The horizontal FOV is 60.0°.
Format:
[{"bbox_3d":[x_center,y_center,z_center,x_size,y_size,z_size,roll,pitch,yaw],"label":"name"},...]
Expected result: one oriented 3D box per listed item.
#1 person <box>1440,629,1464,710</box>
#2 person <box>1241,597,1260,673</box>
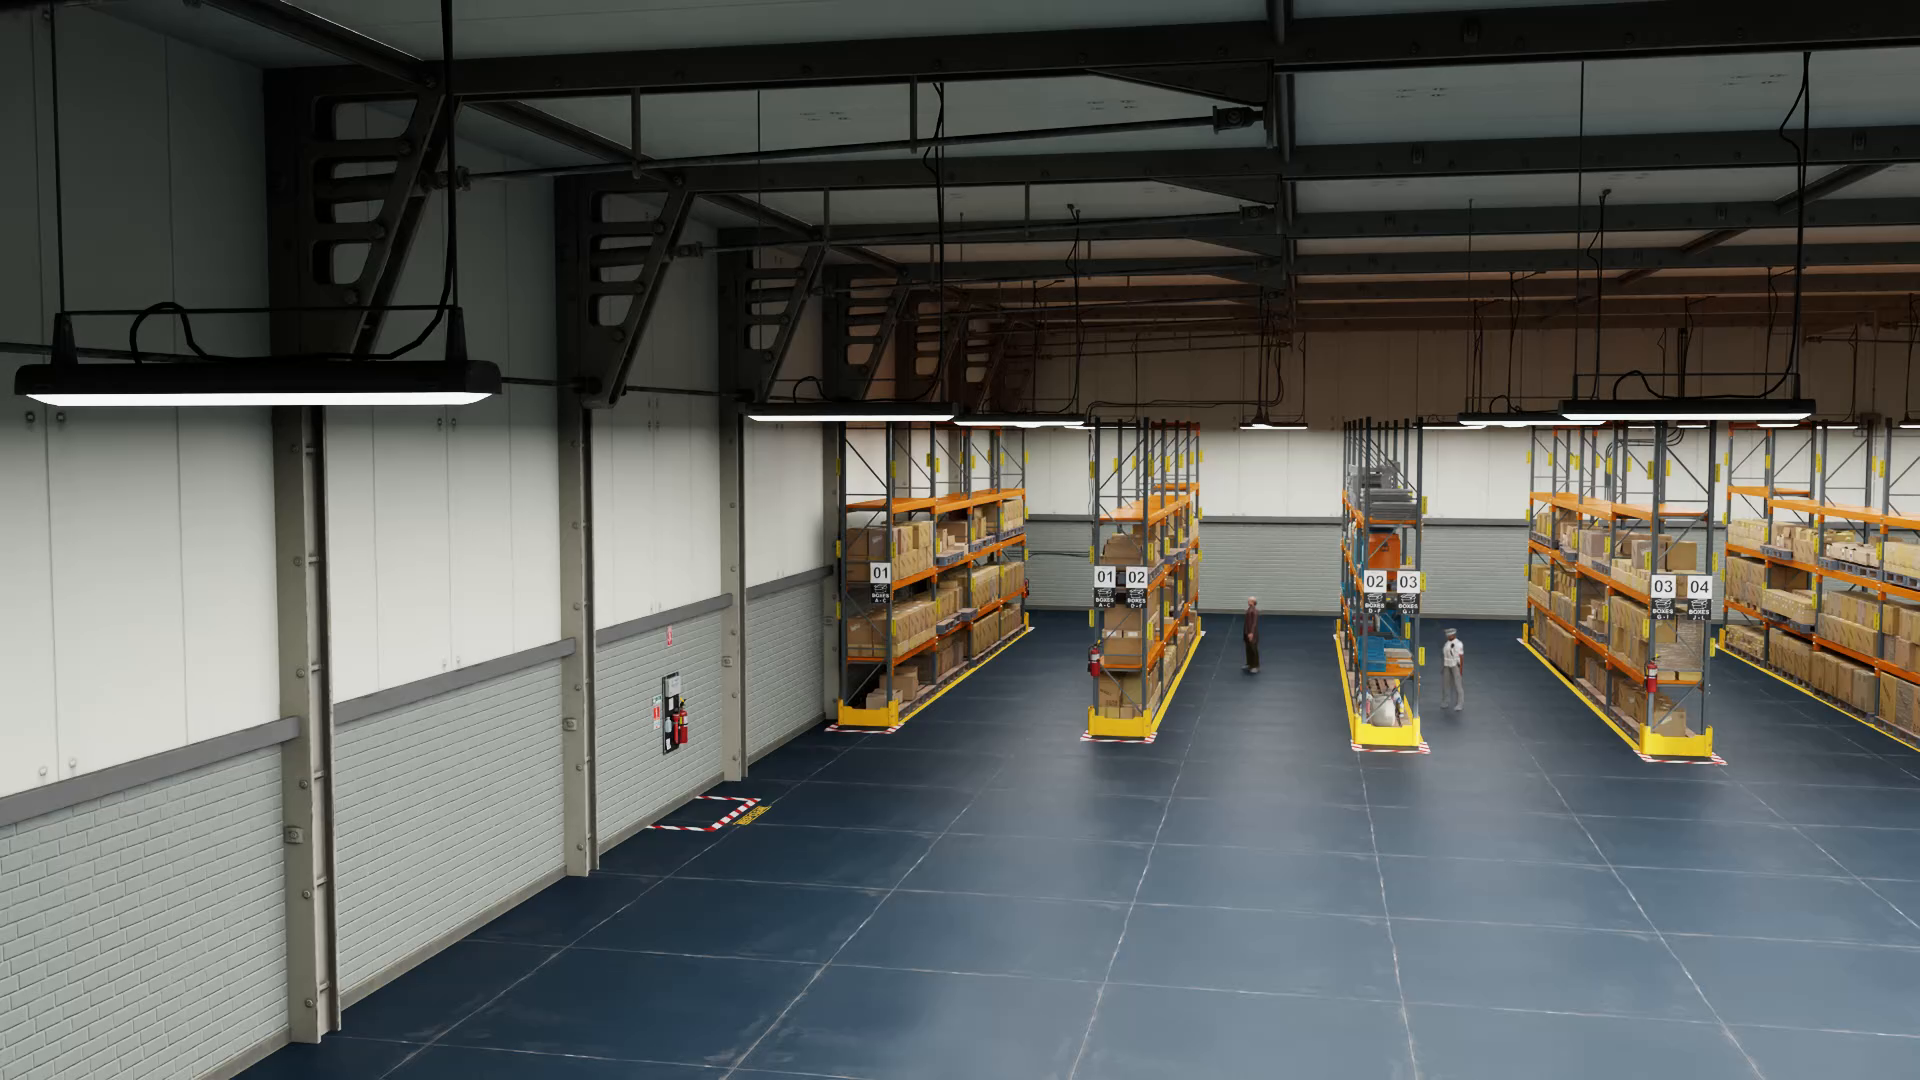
[{"bbox_3d":[10.200,2.660,34.437,0.382,1.663,0.543,-2,4,-29],"label":"person"},{"bbox_3d":[6.989,2.264,39.867,0.418,1.821,0.596,-2,4,-23],"label":"person"}]
